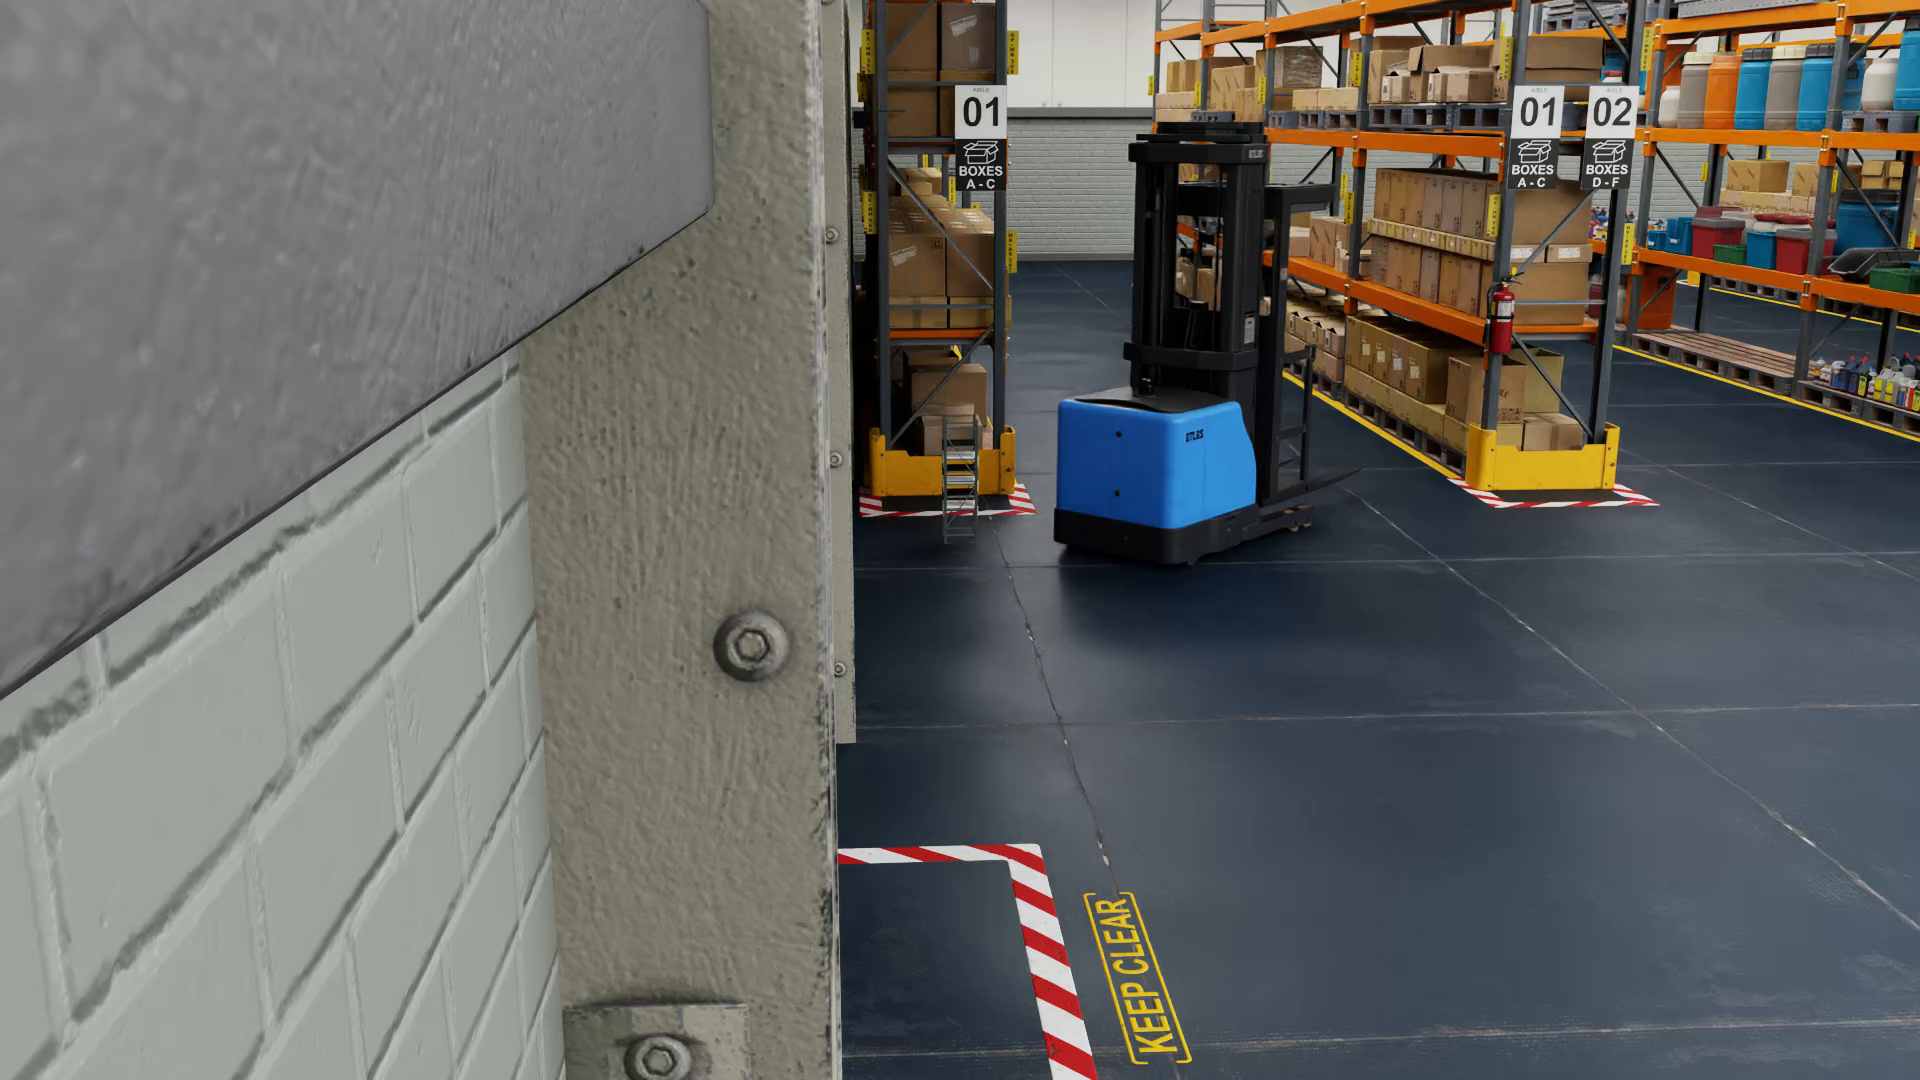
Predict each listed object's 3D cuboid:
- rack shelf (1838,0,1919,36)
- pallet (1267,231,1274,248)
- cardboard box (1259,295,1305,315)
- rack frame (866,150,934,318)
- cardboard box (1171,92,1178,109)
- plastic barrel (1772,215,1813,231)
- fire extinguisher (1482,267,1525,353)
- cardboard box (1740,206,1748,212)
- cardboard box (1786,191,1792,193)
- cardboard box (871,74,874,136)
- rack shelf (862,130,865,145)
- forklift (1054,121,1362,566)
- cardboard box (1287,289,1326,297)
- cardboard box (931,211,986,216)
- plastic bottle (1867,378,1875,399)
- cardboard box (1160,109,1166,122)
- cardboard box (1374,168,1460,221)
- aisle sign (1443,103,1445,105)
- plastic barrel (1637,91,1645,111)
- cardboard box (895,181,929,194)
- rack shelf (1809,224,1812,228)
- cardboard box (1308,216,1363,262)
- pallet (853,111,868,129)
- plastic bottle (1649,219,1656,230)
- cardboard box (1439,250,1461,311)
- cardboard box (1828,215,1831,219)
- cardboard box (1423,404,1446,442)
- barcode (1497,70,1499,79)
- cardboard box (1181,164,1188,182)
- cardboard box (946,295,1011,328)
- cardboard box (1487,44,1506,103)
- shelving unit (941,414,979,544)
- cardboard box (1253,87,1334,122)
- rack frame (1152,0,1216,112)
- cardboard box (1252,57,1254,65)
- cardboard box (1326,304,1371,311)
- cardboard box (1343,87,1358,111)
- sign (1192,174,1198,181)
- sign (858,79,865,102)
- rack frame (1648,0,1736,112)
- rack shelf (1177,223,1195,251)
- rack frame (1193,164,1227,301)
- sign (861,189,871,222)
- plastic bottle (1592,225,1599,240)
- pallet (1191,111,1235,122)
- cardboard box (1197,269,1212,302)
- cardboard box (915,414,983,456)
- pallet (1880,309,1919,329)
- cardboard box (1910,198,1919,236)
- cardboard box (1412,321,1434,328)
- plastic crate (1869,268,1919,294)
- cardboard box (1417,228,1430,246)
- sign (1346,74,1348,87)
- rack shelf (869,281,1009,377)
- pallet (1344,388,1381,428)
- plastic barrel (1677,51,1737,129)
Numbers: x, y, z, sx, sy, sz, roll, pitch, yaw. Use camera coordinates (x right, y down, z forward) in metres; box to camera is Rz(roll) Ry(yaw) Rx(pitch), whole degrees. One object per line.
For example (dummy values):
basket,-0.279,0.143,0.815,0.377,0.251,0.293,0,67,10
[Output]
rack shelf,9.621,-4.850,15.062,1.077,0.370,4.000,-1,14,-3
pallet,4.193,-3.978,21.851,1.213,0.211,1.003,-1,14,-3
cardboard box,4.044,-2.912,20.873,0.500,0.311,0.500,0,14,-2
rack frame,-0.887,-4.820,24.742,1.000,3.000,0.127,-1,14,-3
cardboard box,3.669,-7.010,26.529,0.500,0.250,0.500,-1,14,-3
plastic barrel,9.611,-3.473,19.234,0.433,0.535,0.433,0,14,0
fire extinguisher,4.344,-1.839,13.311,0.296,0.674,0.183,-1,14,-3
cardboard box,13.455,-5.574,28.175,0.380,0.149,0.250,-1,14,-5
cardboard box,14.054,-5.747,28.047,0.500,0.250,0.500,-1,14,-5
cardboard box,-0.475,-3.569,13.616,0.500,0.500,0.500,-1,14,-3
rack shelf,-1.011,-6.422,26.391,1.077,0.370,4.000,-1,14,-3
forklift,1.998,-1.548,12.160,1.130,2.935,3.031,12,19,39
cardboard box,4.562,-3.023,21.890,0.500,0.500,0.500,0,14,-1
cardboard box,-0.017,-2.894,16.011,0.500,0.500,0.500,-1,14,-4
plastic bottle,9.138,-1.517,16.635,0.097,0.201,0.097,0,14,0
cardboard box,3.605,-7.016,27.558,0.500,0.250,0.500,-1,14,-3
cardboard box,4.586,-3.475,16.707,0.700,0.500,0.500,-1,14,-3
aisle sign,8.452,-7.241,28.930,0.394,0.787,0.004,-1,14,-3
plastic barrel,9.036,-5.832,22.089,0.301,0.262,0.301,0,14,0
cardboard box,-0.588,-4.316,20.396,0.380,0.149,0.250,-3,15,-11
rack shelf,13.821,-5.199,27.656,1.077,0.370,4.000,-1,14,-3
cardboard box,4.425,-3.534,19.543,0.500,0.500,0.500,-2,15,-6
pallet,-0.732,-5.346,21.144,1.213,0.211,1.003,0,14,-1
plastic bottle,9.514,-4.264,22.836,0.097,0.271,0.097,0,14,0
cardboard box,4.722,-2.332,14.871,0.700,0.500,0.500,-1,14,-3
cardboard box,13.599,-4.999,25.940,0.380,0.149,0.250,-1,14,-3
cardboard box,4.429,-1.038,14.717,0.500,0.250,0.500,-1,14,-3
barcode,4.300,-3.715,13.260,0.001,0.075,0.075,-1,14,-3
cardboard box,3.733,-5.680,25.874,0.500,0.500,0.500,-1,14,-5
cardboard box,0.143,-1.899,13.650,0.500,0.250,0.500,-1,14,-5
cardboard box,4.970,-4.103,14.609,0.500,0.500,0.500,-1,14,-3
shelving unit,0.000,-0.438,11.922,0.258,0.900,0.210,-1,14,-3
cardboard box,4.244,-5.512,21.210,0.910,0.500,0.500,-1,14,-3
rack frame,3.809,-8.798,28.161,1.000,3.000,0.127,-1,14,-3
cardboard box,4.099,-7.130,25.491,0.700,0.500,0.500,-1,14,-3
cardboard box,4.650,-2.665,19.915,0.500,0.311,0.500,-1,14,-4
cardboard box,4.487,-4.782,18.029,0.500,0.250,0.500,-2,15,-9
sign,3.516,-5.307,24.895,0.100,0.325,0.005,-1,14,-3
sign,-1.441,-6.553,24.259,0.100,0.325,0.005,-1,14,-3
rack frame,9.249,-6.884,20.722,1.000,3.000,0.127,-1,14,-3
rack shelf,3.933,-5.047,27.065,1.077,0.370,4.000,-1,14,-3
rack frame,4.057,-4.898,25.043,1.000,3.000,0.127,-1,14,-3
sign,-0.945,-3.382,16.828,0.100,0.325,0.005,-1,14,-3
plastic bottle,8.753,-4.232,22.854,0.097,0.201,0.097,0,14,0
pallet,4.027,-6.096,24.058,1.213,0.211,1.003,-1,14,-3
cardboard box,3.844,-3.776,24.817,0.500,0.500,0.500,-2,15,-6
cardboard box,-0.097,-0.920,14.097,0.500,0.311,0.500,-3,15,-10
pallet,14.146,-3.205,24.058,1.003,0.211,1.213,-1,14,-3
cardboard box,13.823,-4.602,23.693,0.500,0.500,0.500,-1,14,-2
cardboard box,4.819,-1.907,16.588,0.500,0.500,0.500,-1,14,-3
plastic crate,9.299,-2.539,16.301,0.450,0.188,0.662,-1,14,-3
cardboard box,4.476,-2.816,15.448,0.380,0.149,0.250,-1,14,-4
sign,4.859,-5.651,20.754,0.100,0.325,0.005,-1,14,-3
rack shelf,-0.267,-1.985,15.165,1.077,0.370,4.000,-1,14,-3
pallet,4.560,-1.359,16.886,1.003,0.211,1.213,-1,14,-3
plastic barrel,9.083,-5.466,20.227,0.600,0.901,0.600,0,14,0
